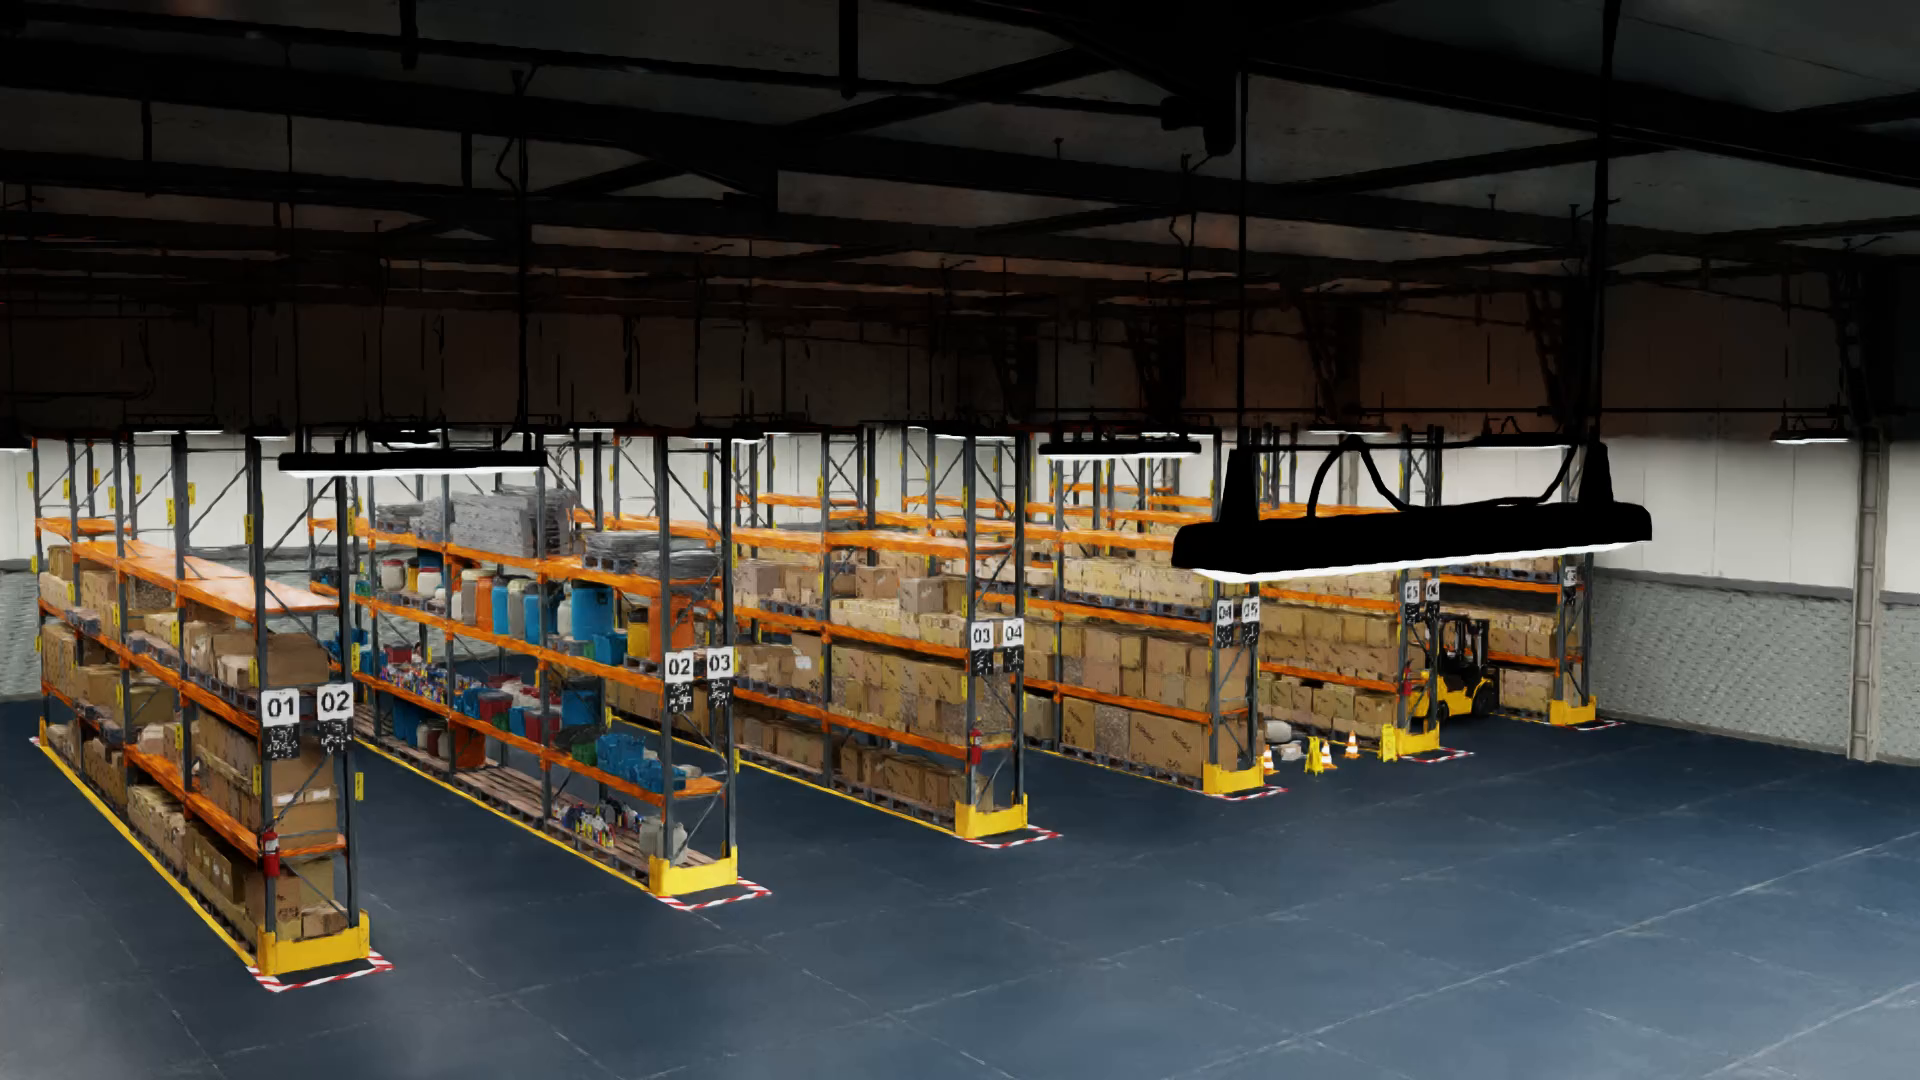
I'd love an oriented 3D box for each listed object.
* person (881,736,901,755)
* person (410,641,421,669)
[{"bbox_3d":[-1.273,3.082,30.171,0.569,1.761,0.447,2,5,27],"label":"person"},{"bbox_3d":[-11.068,2.859,33.875,0.569,1.635,0.684,-4,6,-44],"label":"person"}]
